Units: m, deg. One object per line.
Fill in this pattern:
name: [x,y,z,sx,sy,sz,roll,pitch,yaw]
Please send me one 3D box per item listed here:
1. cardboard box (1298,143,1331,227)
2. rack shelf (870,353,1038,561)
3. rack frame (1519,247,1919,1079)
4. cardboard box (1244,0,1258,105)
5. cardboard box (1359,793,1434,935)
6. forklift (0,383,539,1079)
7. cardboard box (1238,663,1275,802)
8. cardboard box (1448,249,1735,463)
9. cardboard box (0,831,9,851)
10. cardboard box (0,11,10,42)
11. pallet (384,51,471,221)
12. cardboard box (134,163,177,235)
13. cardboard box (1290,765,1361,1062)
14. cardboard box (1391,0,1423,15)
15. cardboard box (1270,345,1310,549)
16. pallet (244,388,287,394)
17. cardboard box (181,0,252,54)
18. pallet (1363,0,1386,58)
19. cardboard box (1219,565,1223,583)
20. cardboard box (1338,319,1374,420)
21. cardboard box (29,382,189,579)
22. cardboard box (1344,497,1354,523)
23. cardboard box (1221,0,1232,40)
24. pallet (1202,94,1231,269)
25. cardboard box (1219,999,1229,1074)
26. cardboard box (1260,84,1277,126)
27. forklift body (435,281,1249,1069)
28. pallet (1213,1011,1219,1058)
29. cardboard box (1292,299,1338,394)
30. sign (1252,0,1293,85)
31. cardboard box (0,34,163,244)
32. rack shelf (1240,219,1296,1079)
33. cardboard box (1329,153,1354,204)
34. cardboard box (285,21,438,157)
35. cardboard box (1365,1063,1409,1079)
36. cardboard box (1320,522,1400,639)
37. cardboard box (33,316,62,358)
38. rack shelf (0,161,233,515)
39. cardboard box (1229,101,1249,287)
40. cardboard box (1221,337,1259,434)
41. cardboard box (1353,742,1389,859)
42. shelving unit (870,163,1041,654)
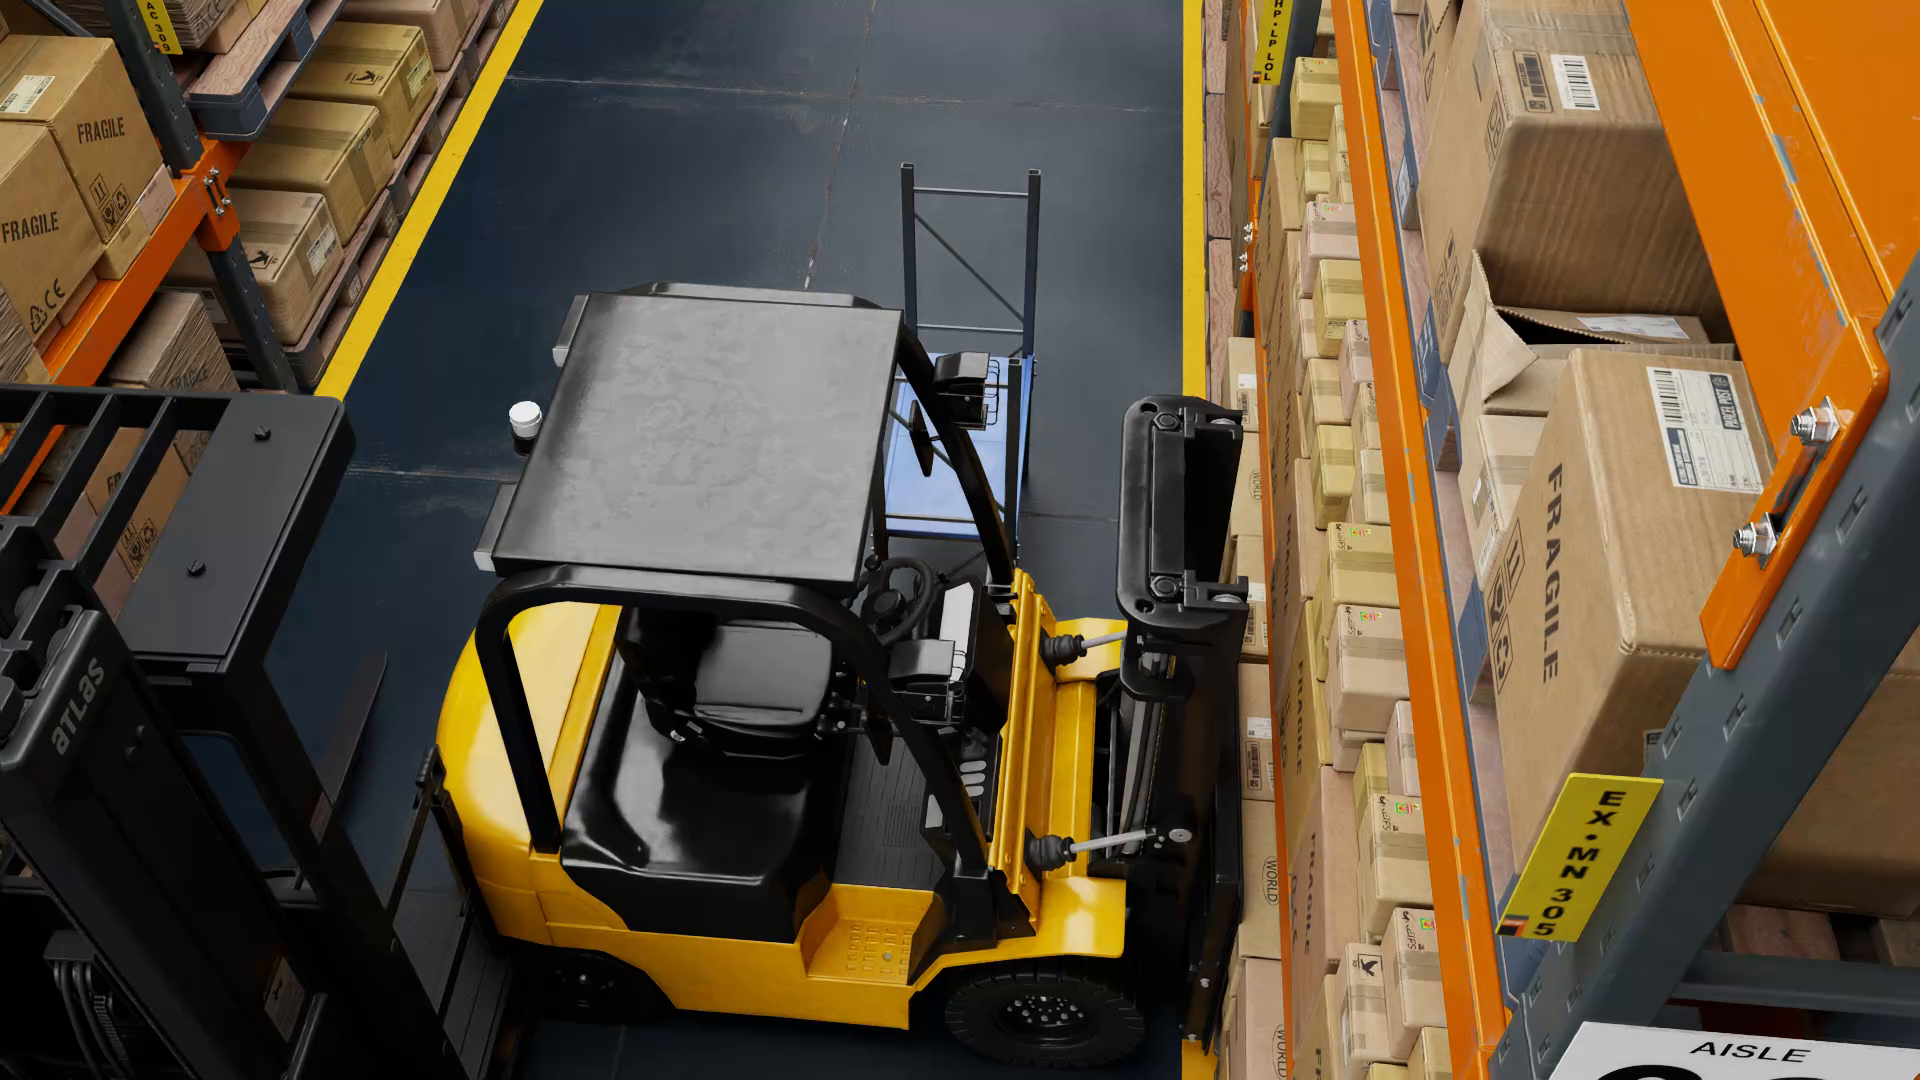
cardboard box: [1.264,-1.101,5.217,0.380,0.149,0.250,5,48,4]
rack shelf: [-0.008,-0.322,6.272,0.538,0.185,1.000,4,48,4]
rack frame: [1.213,-0.341,0.964,1.000,3.000,0.127,4,48,4]
cardboard box: [1.403,-1.963,6.614,0.500,0.250,0.500,4,48,3]
cardboard box: [1.024,0.676,3.390,0.380,0.149,0.250,5,48,4]
forklift: [-1.913,0.691,4.132,1.130,2.935,3.031,2,48,2]
cardboard box: [1.074,0.654,5.020,0.500,0.250,0.500,3,48,3]
cardboard box: [1.009,-0.274,2.674,0.396,0.266,0.258,4,48,4]
cardboard box: [-3.291,0.788,5.575,0.500,0.250,0.500,7,48,6]
cardboard box: [-3.622,-1.750,5.370,0.700,0.500,0.500,3,48,3]
pallet: [-3.188,-2.117,8.543,1.003,0.211,1.213,4,48,4]
cardboard box: [-3.092,-1.245,6.026,0.380,0.149,0.250,3,48,3]
cardboard box: [1.052,0.890,3.835,0.500,0.500,0.500,5,48,5]
cardboard box: [1.139,-1.328,3.638,0.396,0.266,0.258,3,48,3]
cardboard box: [1.201,-0.225,4.855,0.500,0.500,0.500,3,48,3]
pallet: [-3.392,-0.150,6.744,1.003,0.211,1.213,4,48,4]
cardboard box: [-3.001,-2.029,6.458,0.380,0.149,0.250,5,48,4]
pallet: [1.525,-1.610,4.217,1.003,0.211,1.213,4,48,4]
cardboard box: [1.182,0.067,5.896,0.500,0.250,0.500,4,48,3]
cardboard box: [1.214,-0.442,4.413,0.380,0.149,0.250,4,48,3]
cardboard box: [-3.198,-0.227,5.995,0.500,0.500,0.500,5,48,4]
cardboard box: [1.170,0.036,4.177,0.380,0.149,0.250,4,48,3]
cardboard box: [1.871,-3.078,8.857,0.875,0.625,0.625,5,48,5]
pallet: [1.714,-1.758,8.214,1.003,0.211,1.213,4,48,4]
cardboard box: [1.050,1.372,5.041,0.500,0.250,0.500,4,48,4]
cardboard box: [1.367,-1.752,6.082,0.500,0.250,0.500,3,48,3]
forklift body: [-0.431,0.454,4.877,2.313,2.155,1.214,4,48,4]
pallet: [1.354,1.166,5.540,1.003,0.211,1.213,4,48,4]
cardboard box: [1.146,-0.539,4.703,0.380,0.149,0.250,3,48,3]
sign: [1.036,-1.649,5.494,0.100,0.325,0.005,4,48,4]
cardboard box: [-3.159,-1.378,5.708,0.500,0.500,0.500,3,48,3]
rack shelf: [1.395,0.457,4.787,1.077,0.370,4.000,4,48,4]
cardboard box: [1.304,-1.008,4.930,0.380,0.149,0.250,3,48,3]
cardboard box: [-3.197,-2.267,8.287,0.950,0.372,0.625,5,48,5]
cardboard box: [0.965,1.157,3.151,0.380,0.149,0.250,5,48,4]
cardboard box: [1.052,0.109,3.909,0.380,0.149,0.250,5,48,4]
cardboard box: [-3.246,-0.693,5.521,0.380,0.149,0.250,3,48,3]
rack shelf: [-3.549,0.126,5.090,1.077,0.370,4.000,4,48,4]
cardboard box: [1.692,-1.550,7.459,0.875,0.625,0.625,3,48,3]
cardboard box: [1.221,-0.472,6.051,0.500,0.250,0.500,3,48,3]
cardboard box: [1.077,0.600,3.661,0.380,0.149,0.250,4,48,3]
shelving unit: [-0.008,-0.443,6.139,0.538,1.500,1.048,4,48,4]
